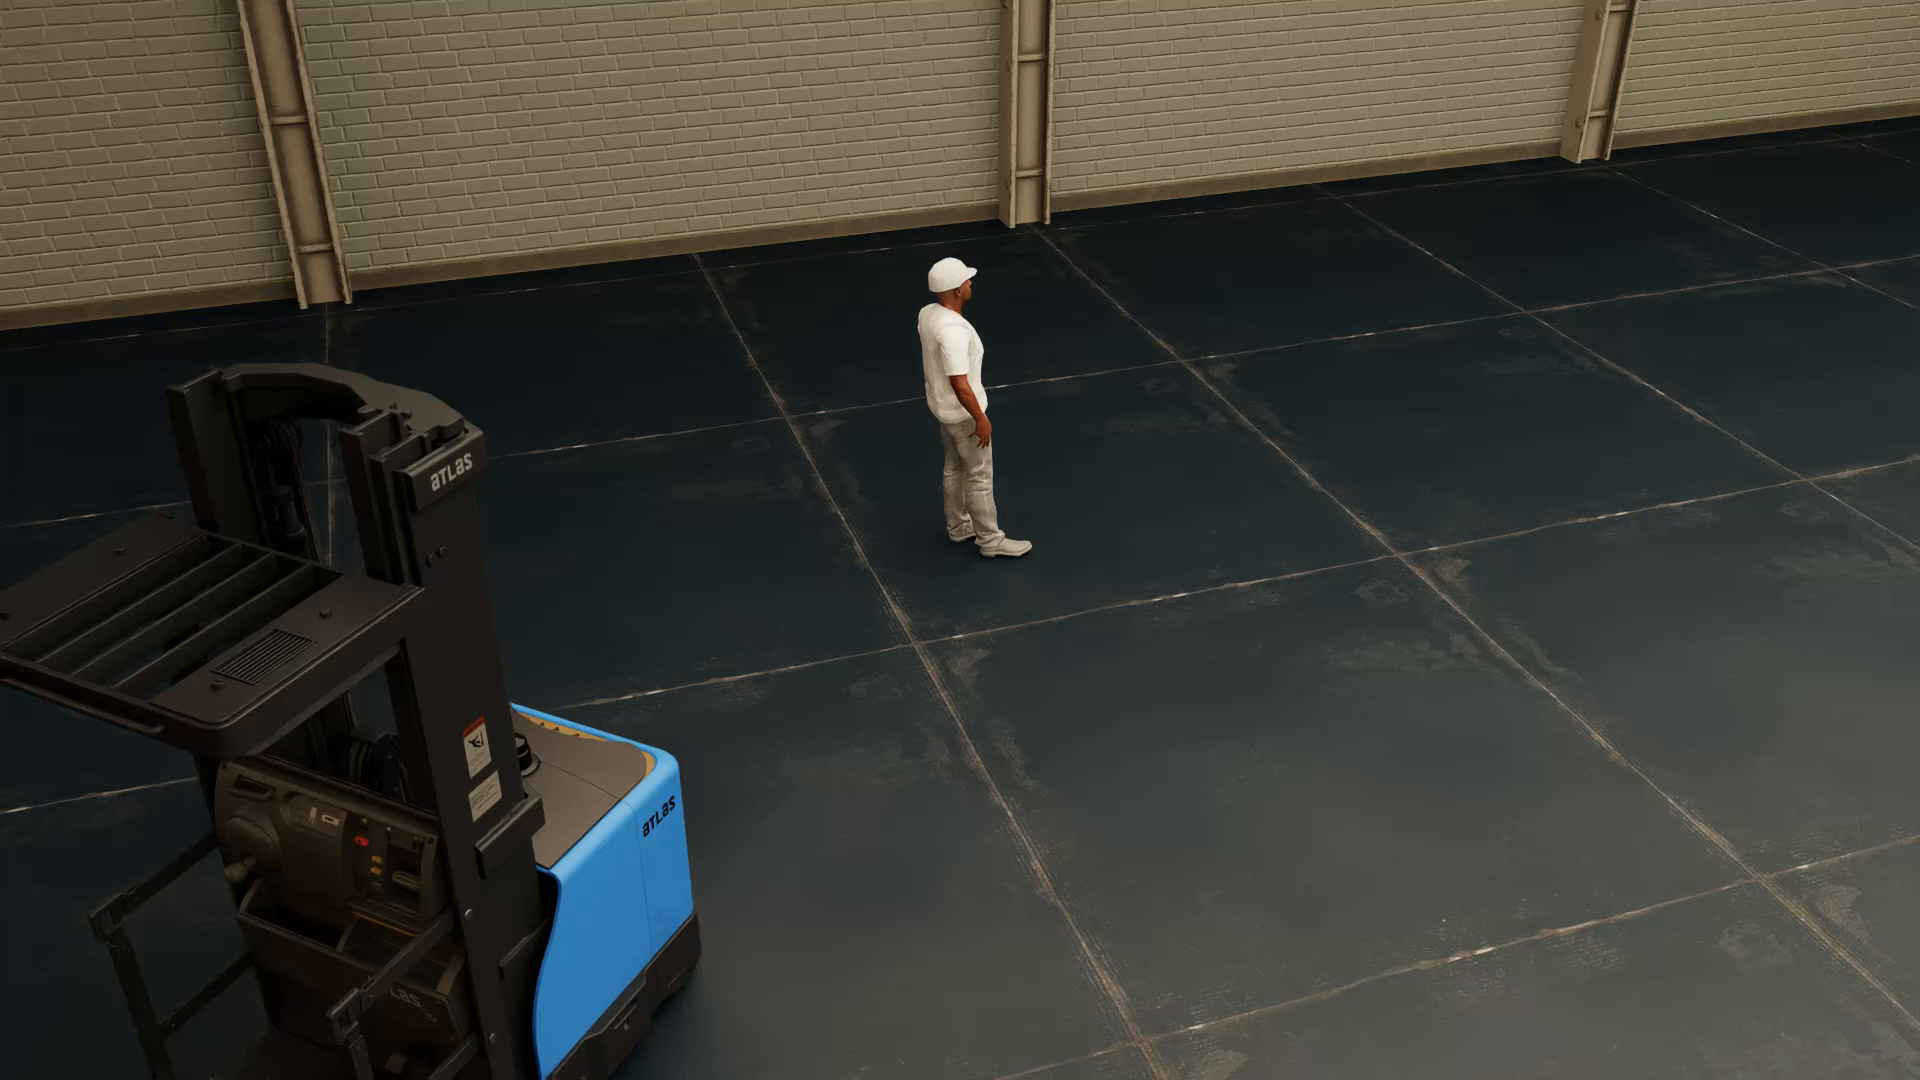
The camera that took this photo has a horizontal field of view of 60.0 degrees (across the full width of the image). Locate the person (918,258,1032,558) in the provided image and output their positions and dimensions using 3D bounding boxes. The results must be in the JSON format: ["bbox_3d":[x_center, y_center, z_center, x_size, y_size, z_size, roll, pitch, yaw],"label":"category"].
[{"bbox_3d":[0.068,-0.780,9.597,0.575,1.768,0.665,-10,31,-16],"label":"person"}]

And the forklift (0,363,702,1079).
[{"bbox_3d":[-2.163,1.049,5.264,1.130,2.935,3.031,13,33,22],"label":"forklift"}]
